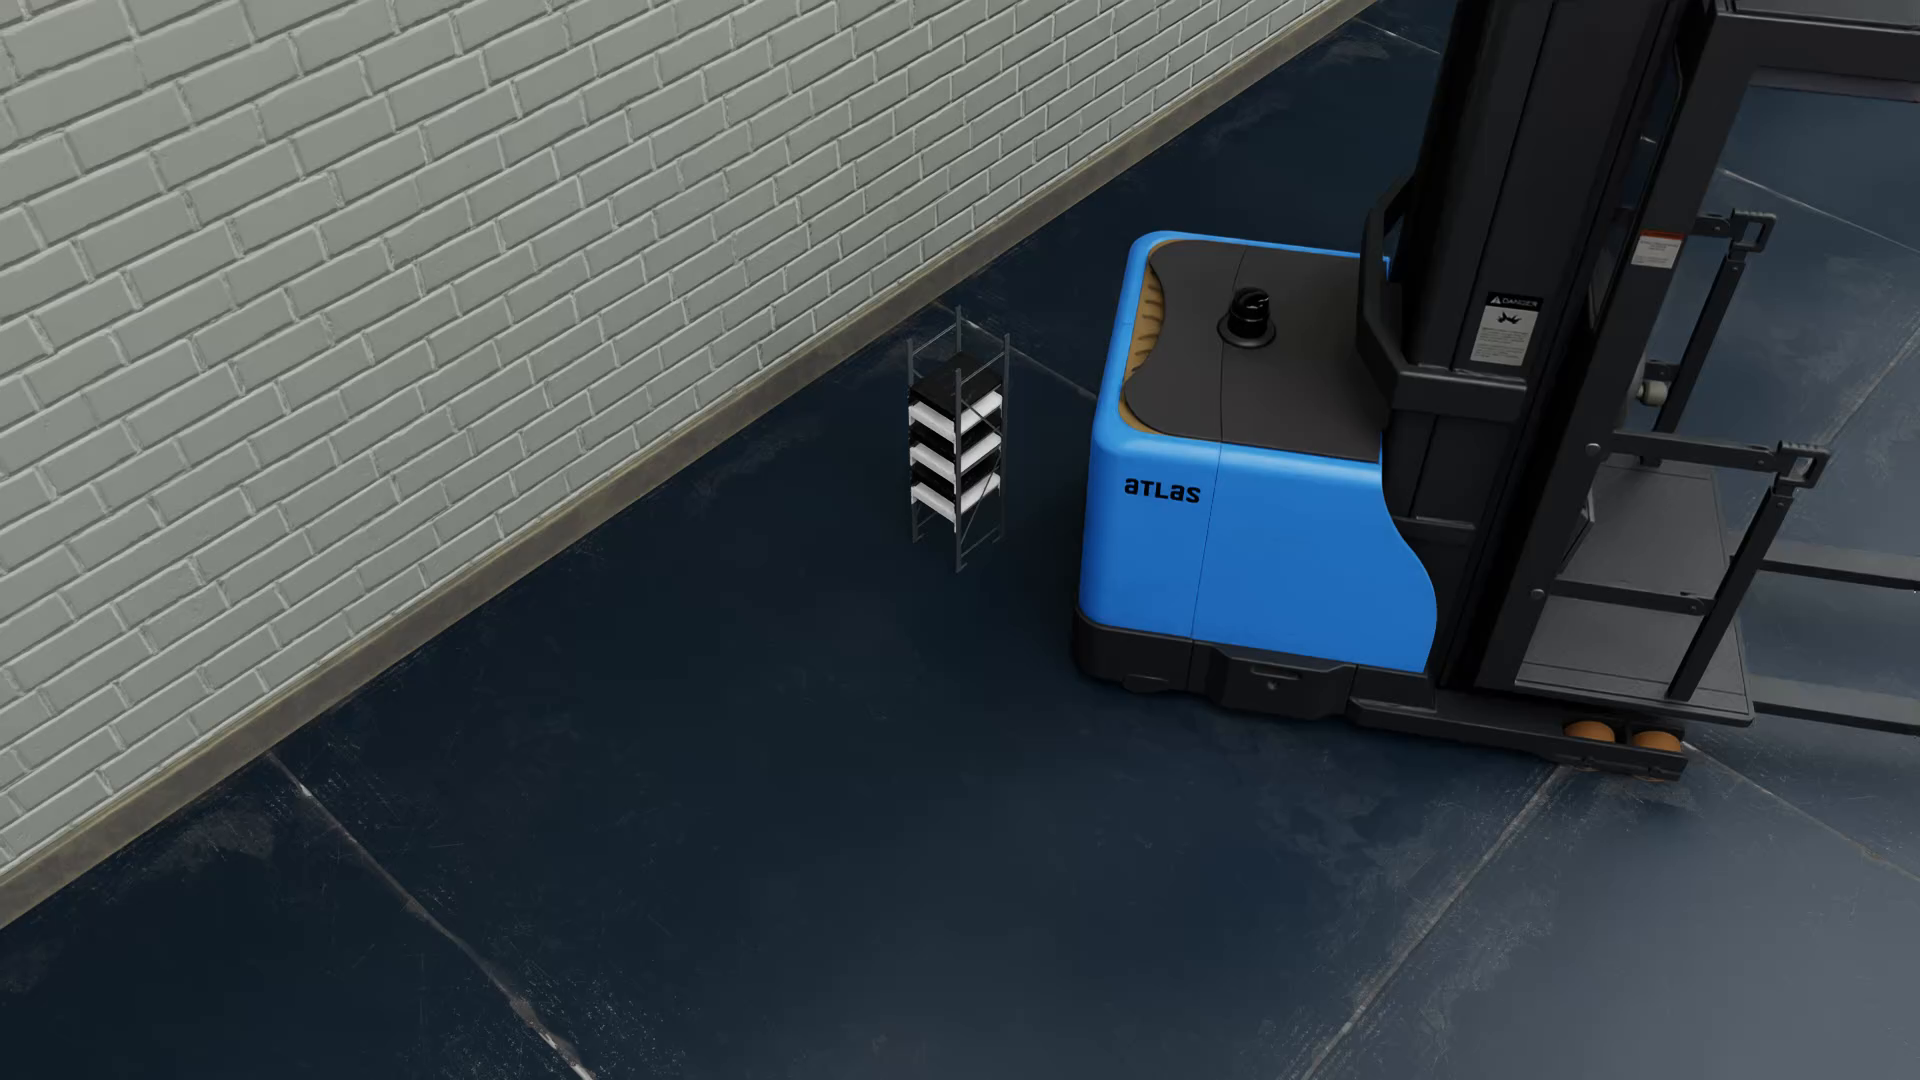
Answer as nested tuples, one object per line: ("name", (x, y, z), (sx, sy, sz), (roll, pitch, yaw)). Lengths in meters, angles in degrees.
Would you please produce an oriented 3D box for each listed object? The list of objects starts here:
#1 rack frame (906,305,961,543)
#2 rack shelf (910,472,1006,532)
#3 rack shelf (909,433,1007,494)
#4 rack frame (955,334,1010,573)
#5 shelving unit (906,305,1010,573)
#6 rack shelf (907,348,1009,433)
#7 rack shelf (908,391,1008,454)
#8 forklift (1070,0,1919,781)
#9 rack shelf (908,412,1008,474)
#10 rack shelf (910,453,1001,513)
("rack frame", (-0.081, -0.362, 5.473), (0.006, 0.900, 0.240), (34, 55, 28))
("rack shelf", (-0.006, -0.166, 5.581), (0.200, 0.077, 0.258), (34, 55, 28))
("rack shelf", (-0.006, -0.289, 5.450), (0.200, 0.077, 0.258), (34, 55, 28))
("rack frame", (0.069, -0.262, 5.379), (0.006, 0.900, 0.240), (34, 55, 28))
("shelving unit", (-0.006, -0.312, 5.426), (0.210, 0.900, 0.258), (34, 55, 28))
("rack shelf", (-0.006, -0.474, 5.253), (0.200, 0.077, 0.258), (34, 55, 28))
("rack shelf", (-0.006, -0.412, 5.319), (0.200, 0.077, 0.258), (34, 55, 28))
("forklift", (1.922, -0.694, 4.391), (3.031, 2.935, 1.130), (8, 47, 8))
("rack shelf", (-0.006, -0.351, 5.384), (0.200, 0.077, 0.258), (34, 55, 28))
("rack shelf", (-0.006, -0.228, 5.516), (0.200, 0.077, 0.258), (34, 55, 28))
